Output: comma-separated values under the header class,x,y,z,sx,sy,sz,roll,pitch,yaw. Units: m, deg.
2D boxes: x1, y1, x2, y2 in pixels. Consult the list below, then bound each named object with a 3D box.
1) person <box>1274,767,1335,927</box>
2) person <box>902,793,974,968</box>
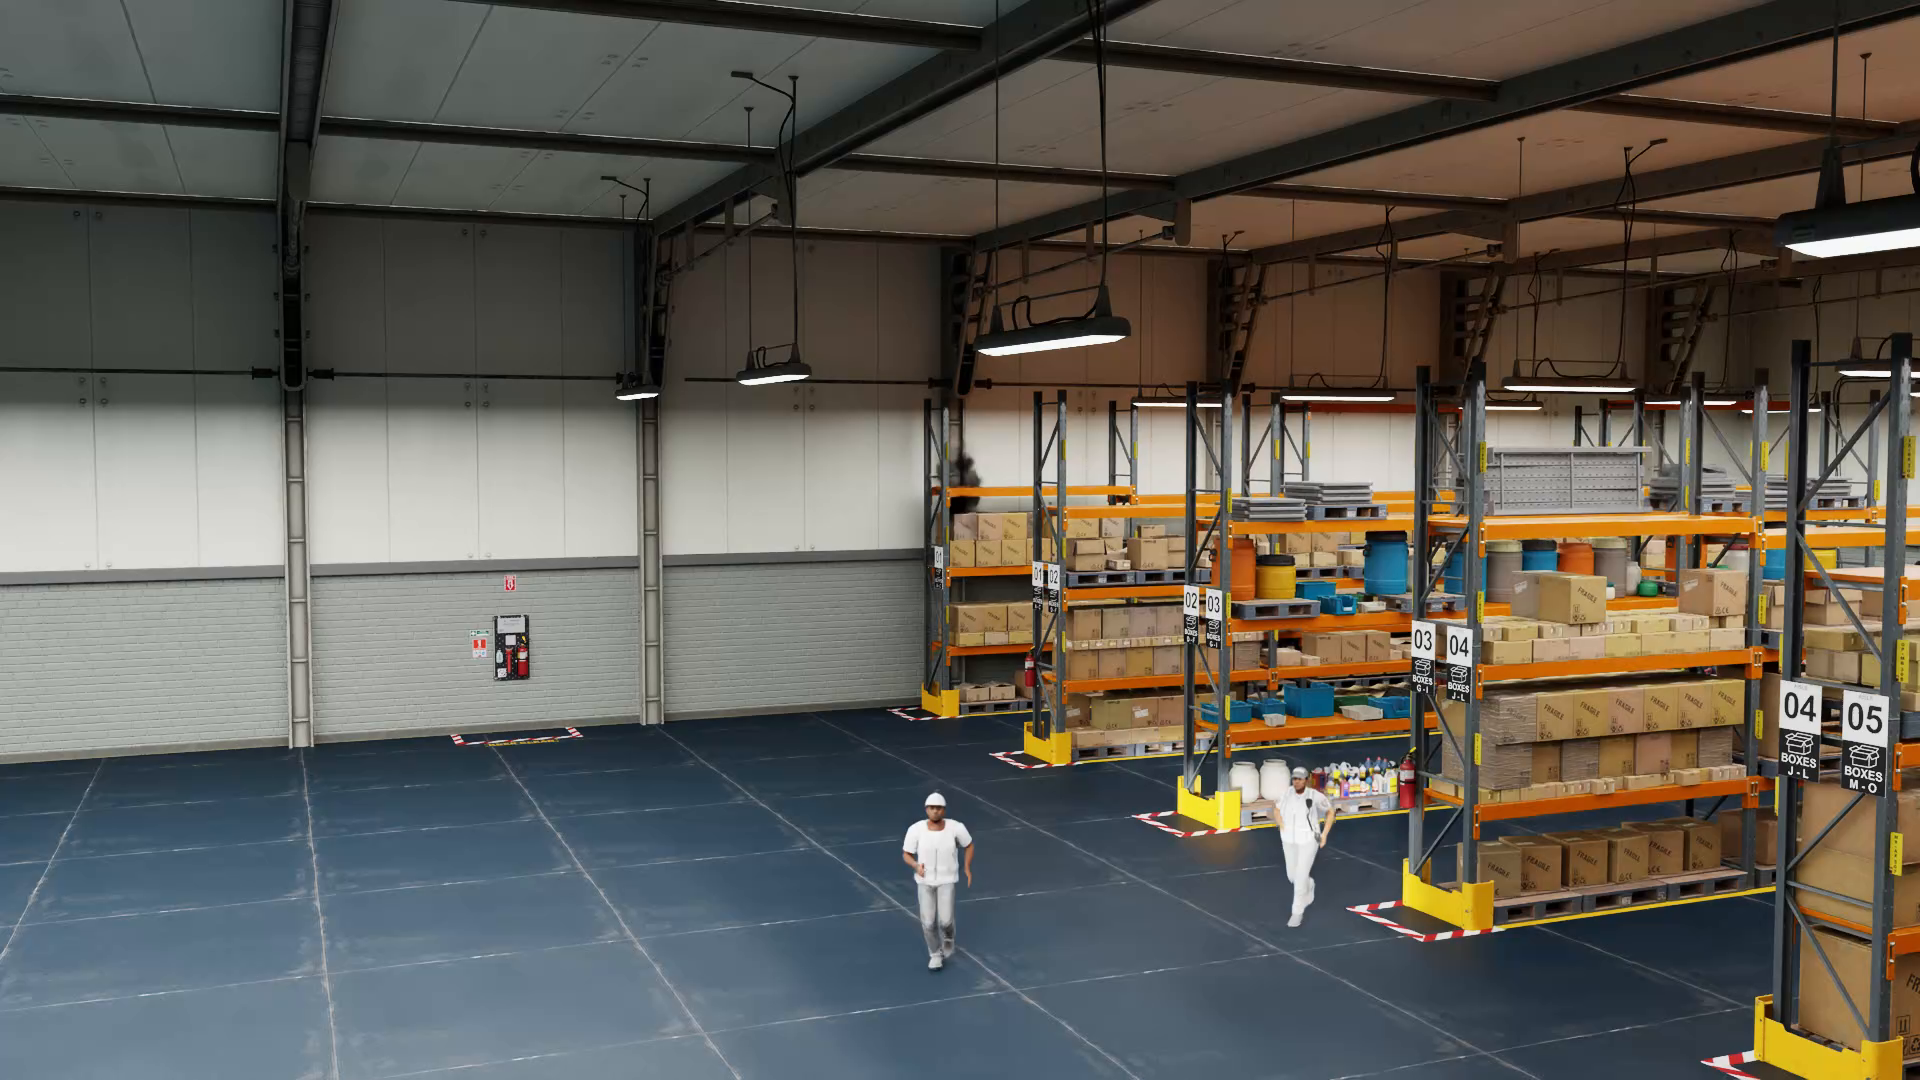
class,x,y,z,sx,sy,sz,roll,pitch,yaw
person,3.714,3.287,18.085,0.643,1.674,0.848,2,4,34
person,-0.223,3.340,16.244,0.691,1.724,0.586,0,3,3
